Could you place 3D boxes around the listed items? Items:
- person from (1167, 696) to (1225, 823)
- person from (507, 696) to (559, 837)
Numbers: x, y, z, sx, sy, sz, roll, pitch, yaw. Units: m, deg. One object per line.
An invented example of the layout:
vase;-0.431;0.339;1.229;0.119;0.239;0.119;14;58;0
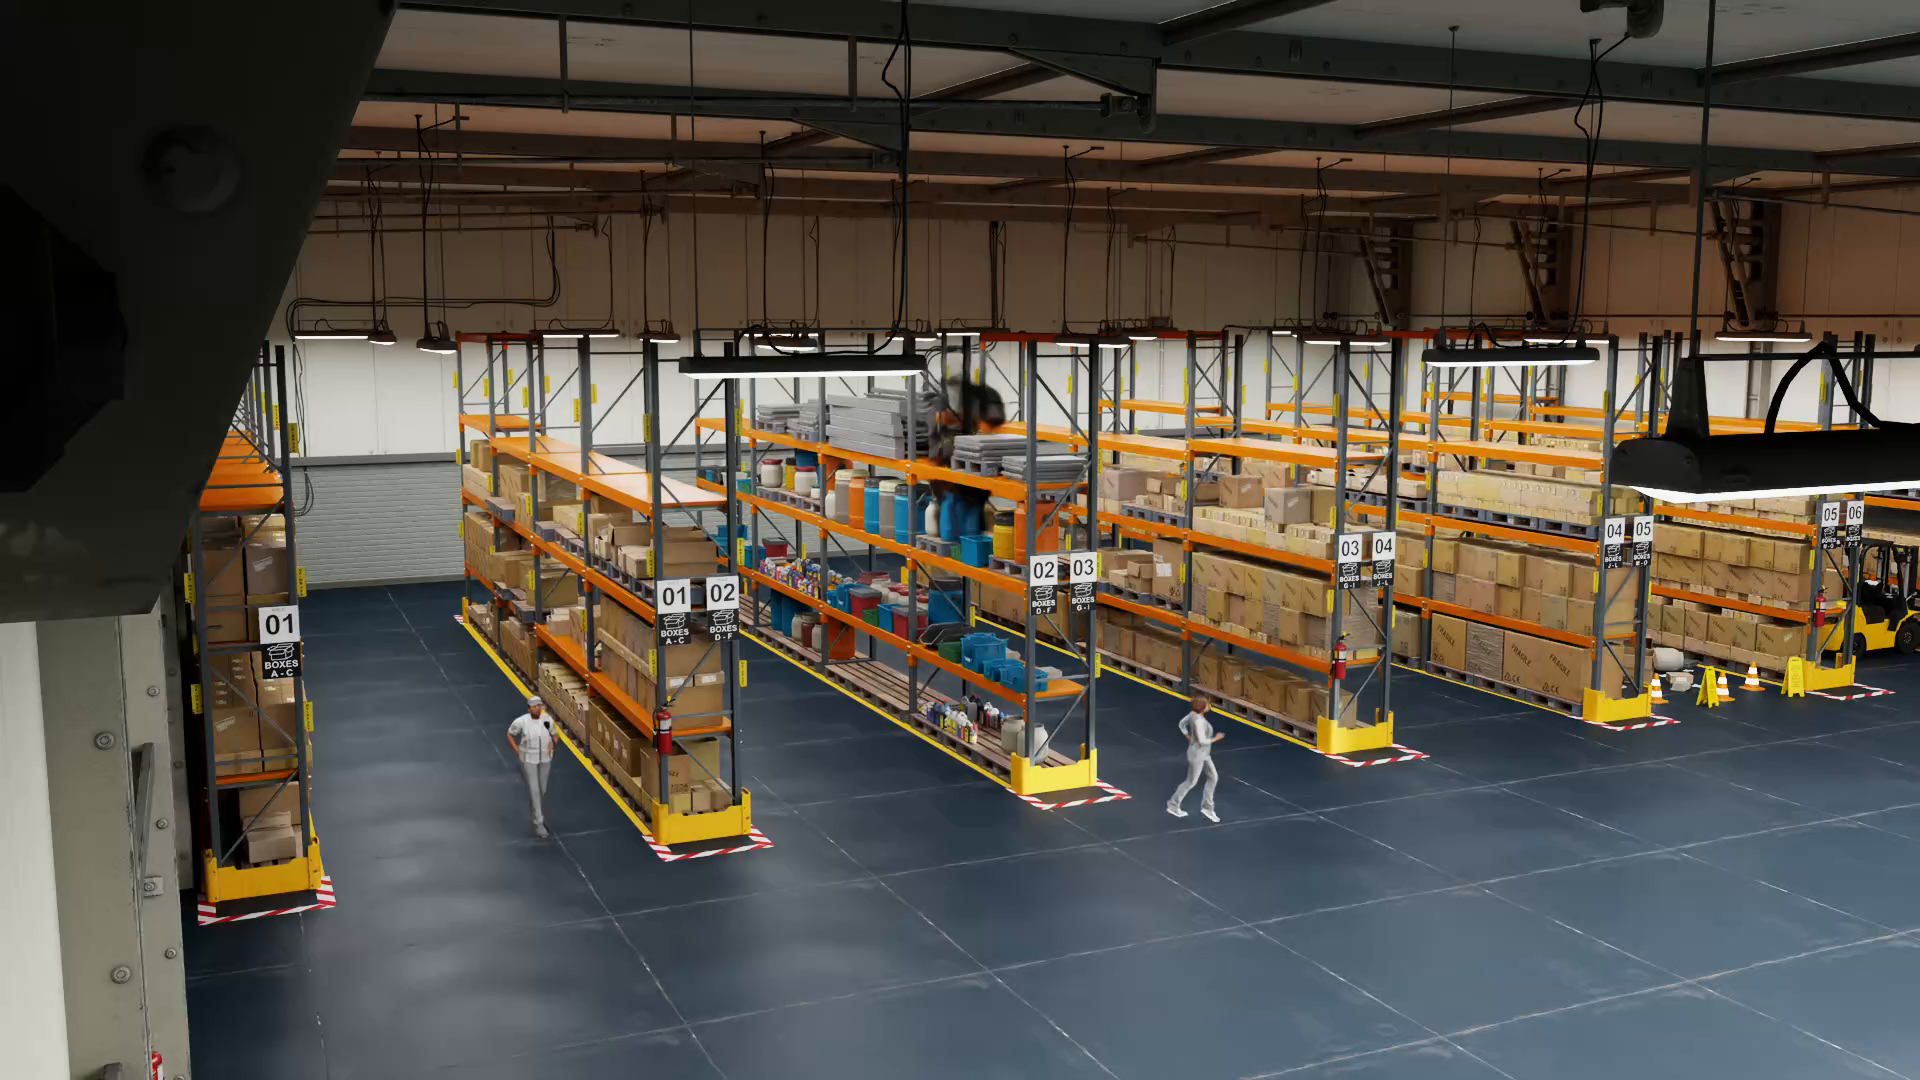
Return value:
person;2.946;2.743;20.777;0.702;1.638;0.510;1;8;11
person;-5.248;2.751;20.574;0.605;1.695;0.817;-5;9;-34
